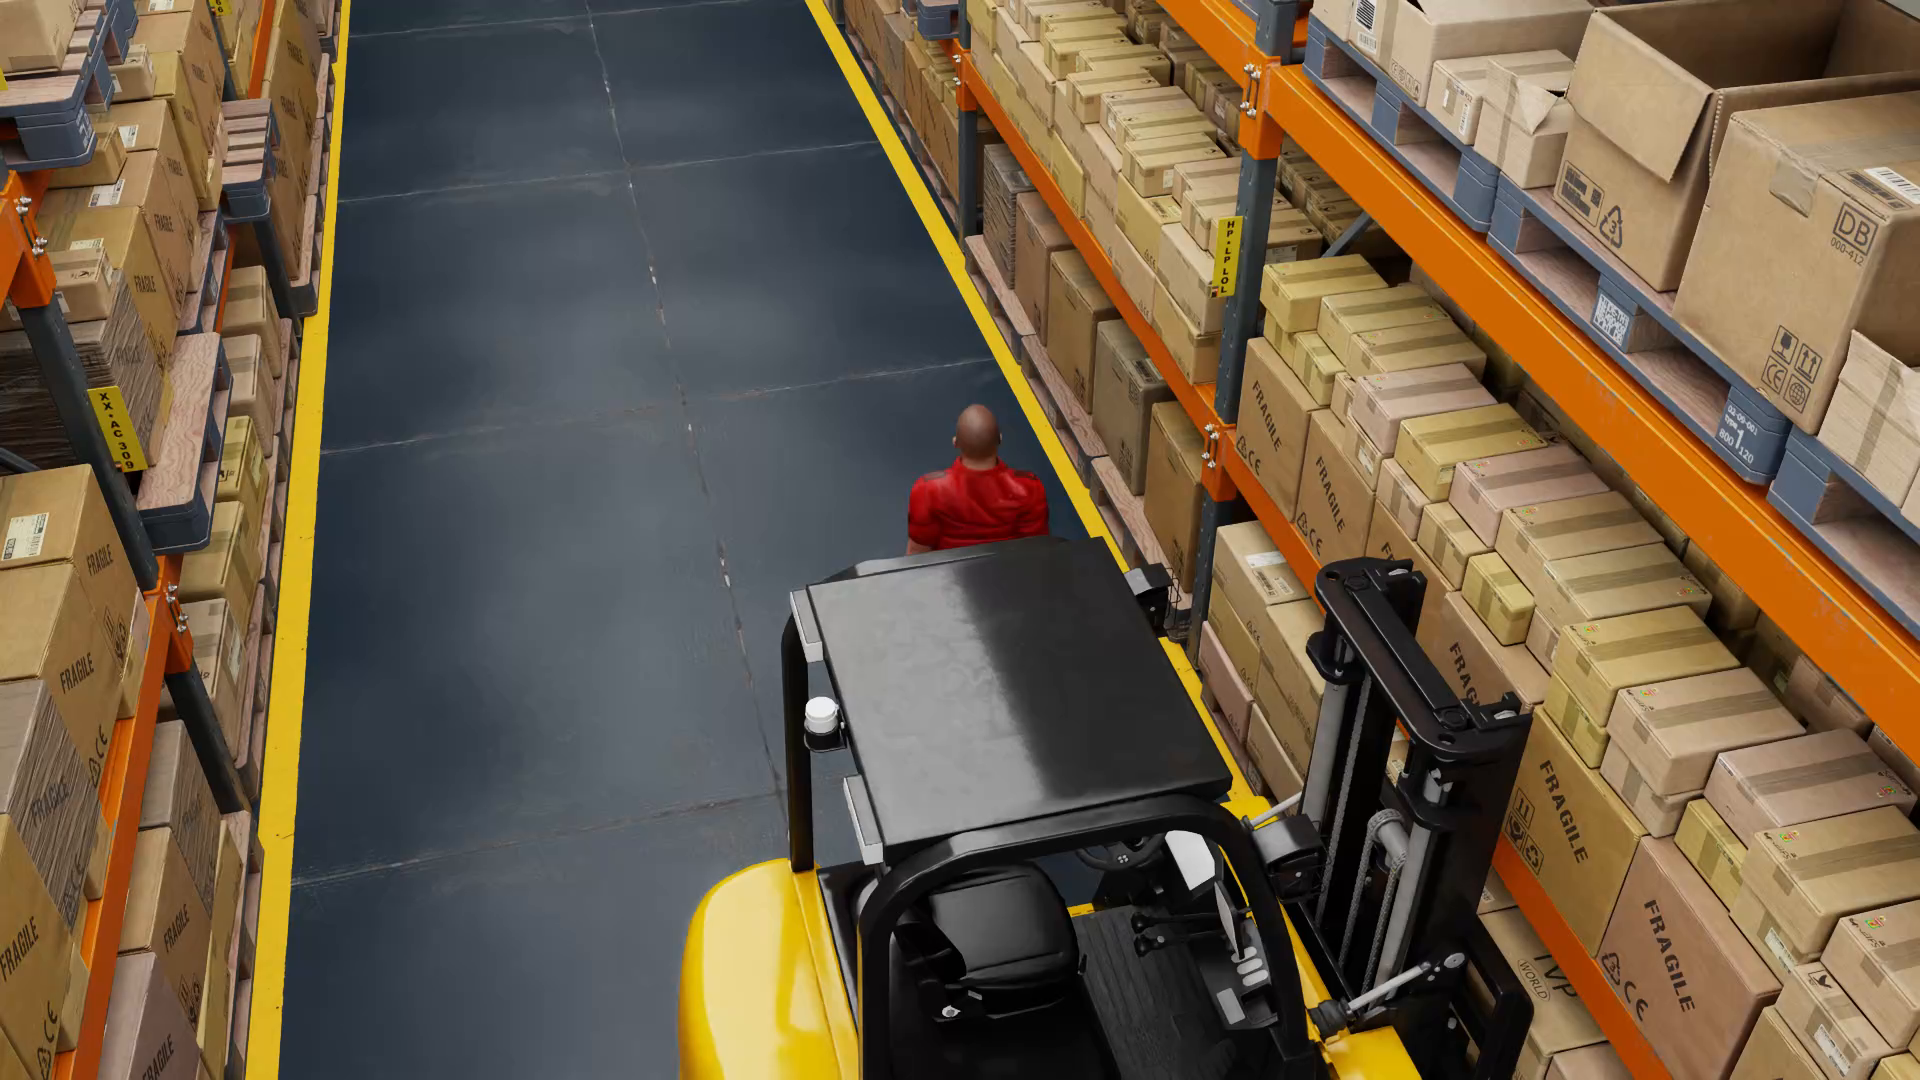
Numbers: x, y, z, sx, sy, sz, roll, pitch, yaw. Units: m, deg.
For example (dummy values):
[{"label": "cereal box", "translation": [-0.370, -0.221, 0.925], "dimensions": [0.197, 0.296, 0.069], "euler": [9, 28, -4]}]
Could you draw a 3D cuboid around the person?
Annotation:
[{"label": "person", "translation": [0.061, 0.194, 6.463], "dimensions": [0.537, 1.728, 0.362], "euler": [-3, 38, -4]}]
